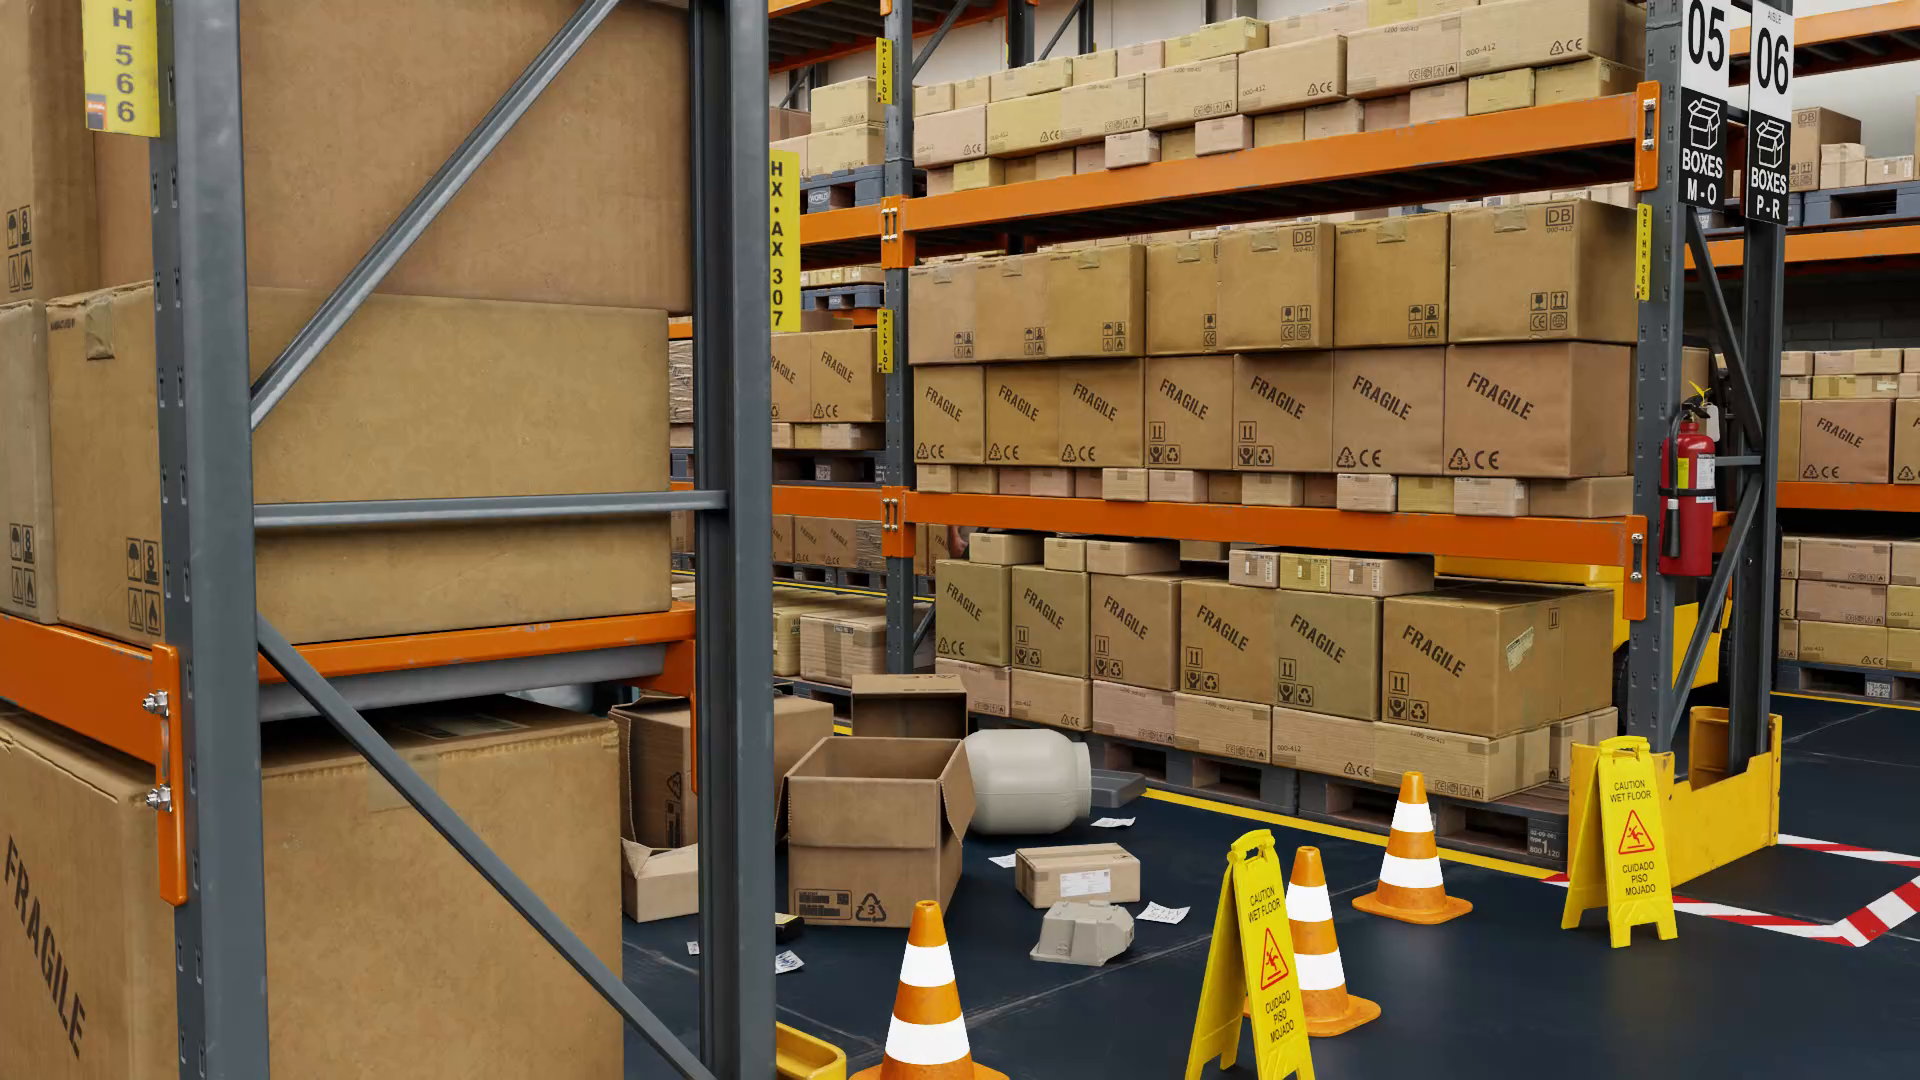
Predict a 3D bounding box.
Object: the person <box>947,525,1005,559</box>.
[{"bbox_3d":[0.138,-0.001,11.389,0.593,1.726,0.395,-4,5,-45],"label":"person"}]
